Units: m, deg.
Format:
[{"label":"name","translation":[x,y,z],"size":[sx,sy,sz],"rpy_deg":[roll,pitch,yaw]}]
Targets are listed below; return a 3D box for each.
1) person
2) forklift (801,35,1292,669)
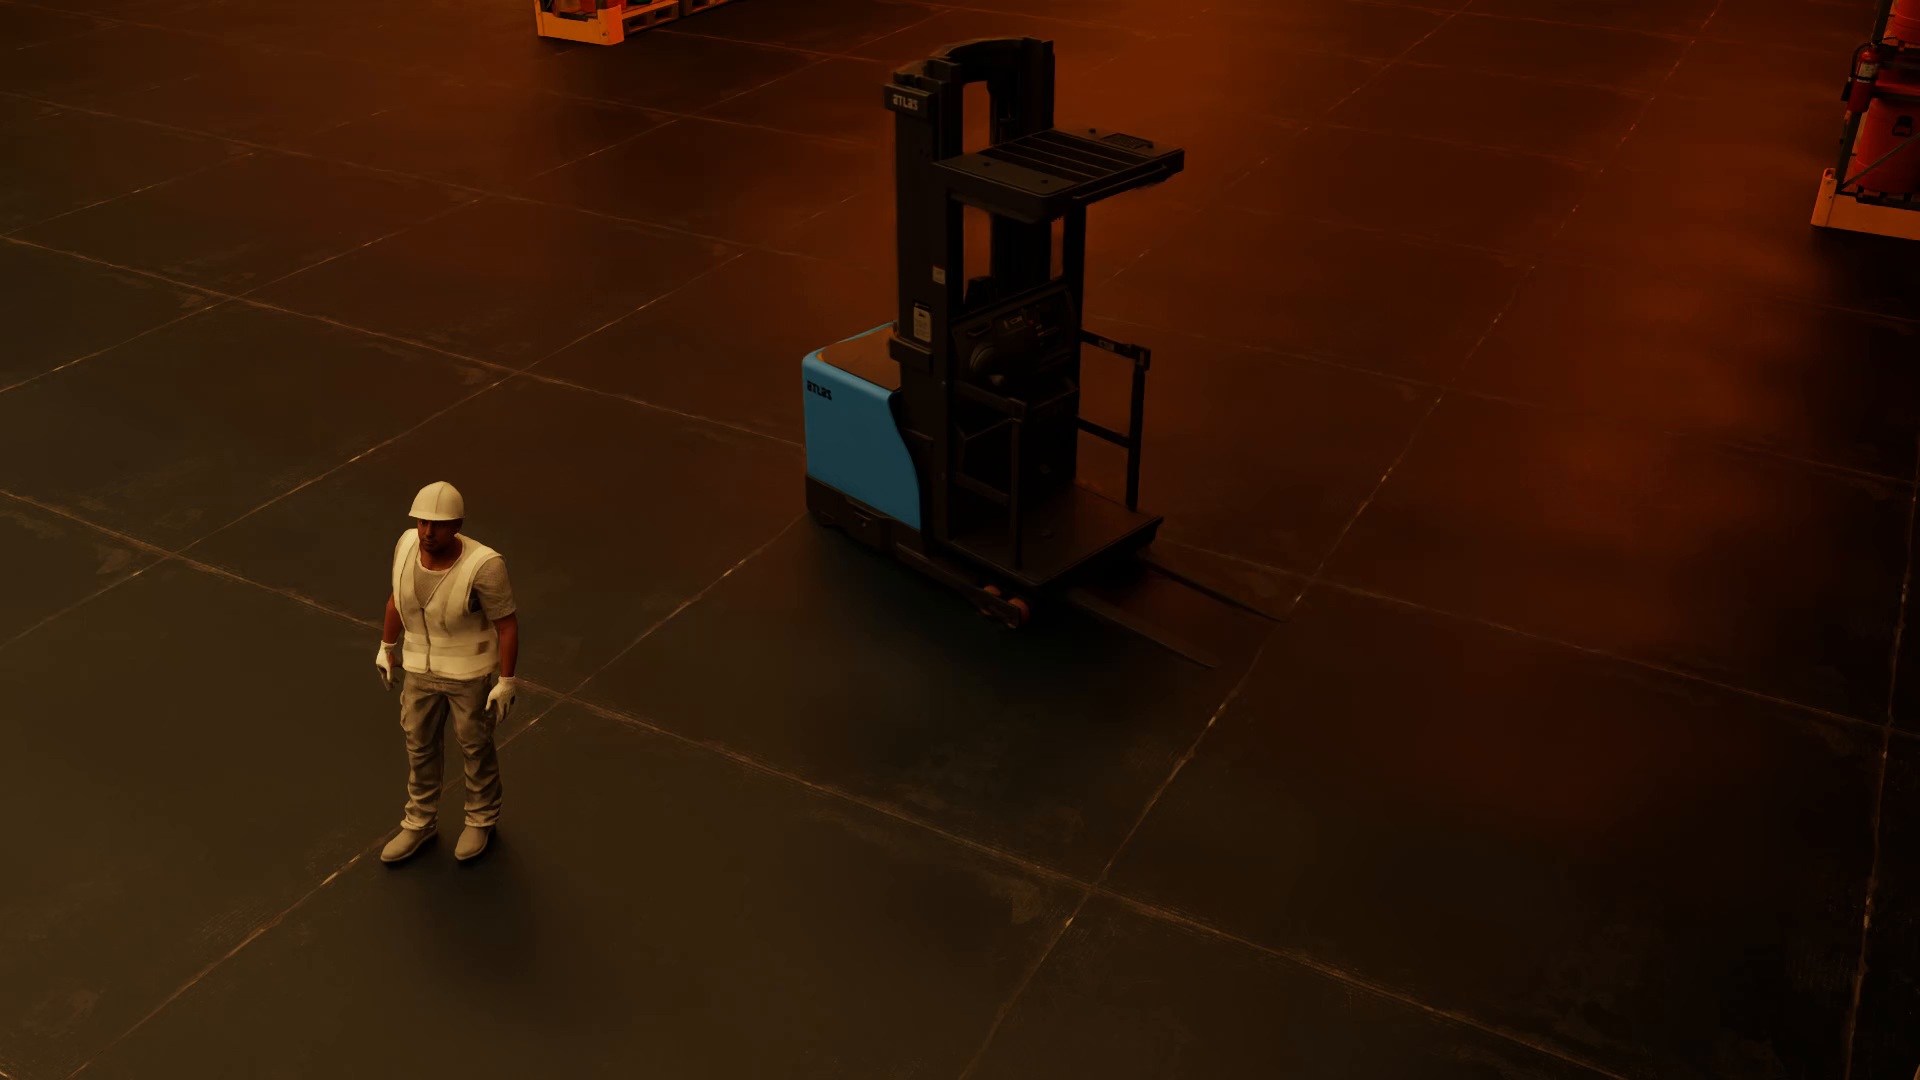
[{"label":"person","translation":[-2.238,0.595,7.173],"size":[0.656,1.781,0.578],"rpy_deg":[9,31,15]},{"label":"forklift","translation":[0.455,-1.074,8.932],"size":[3.031,2.935,1.130],"rpy_deg":[26,39,37]}]
